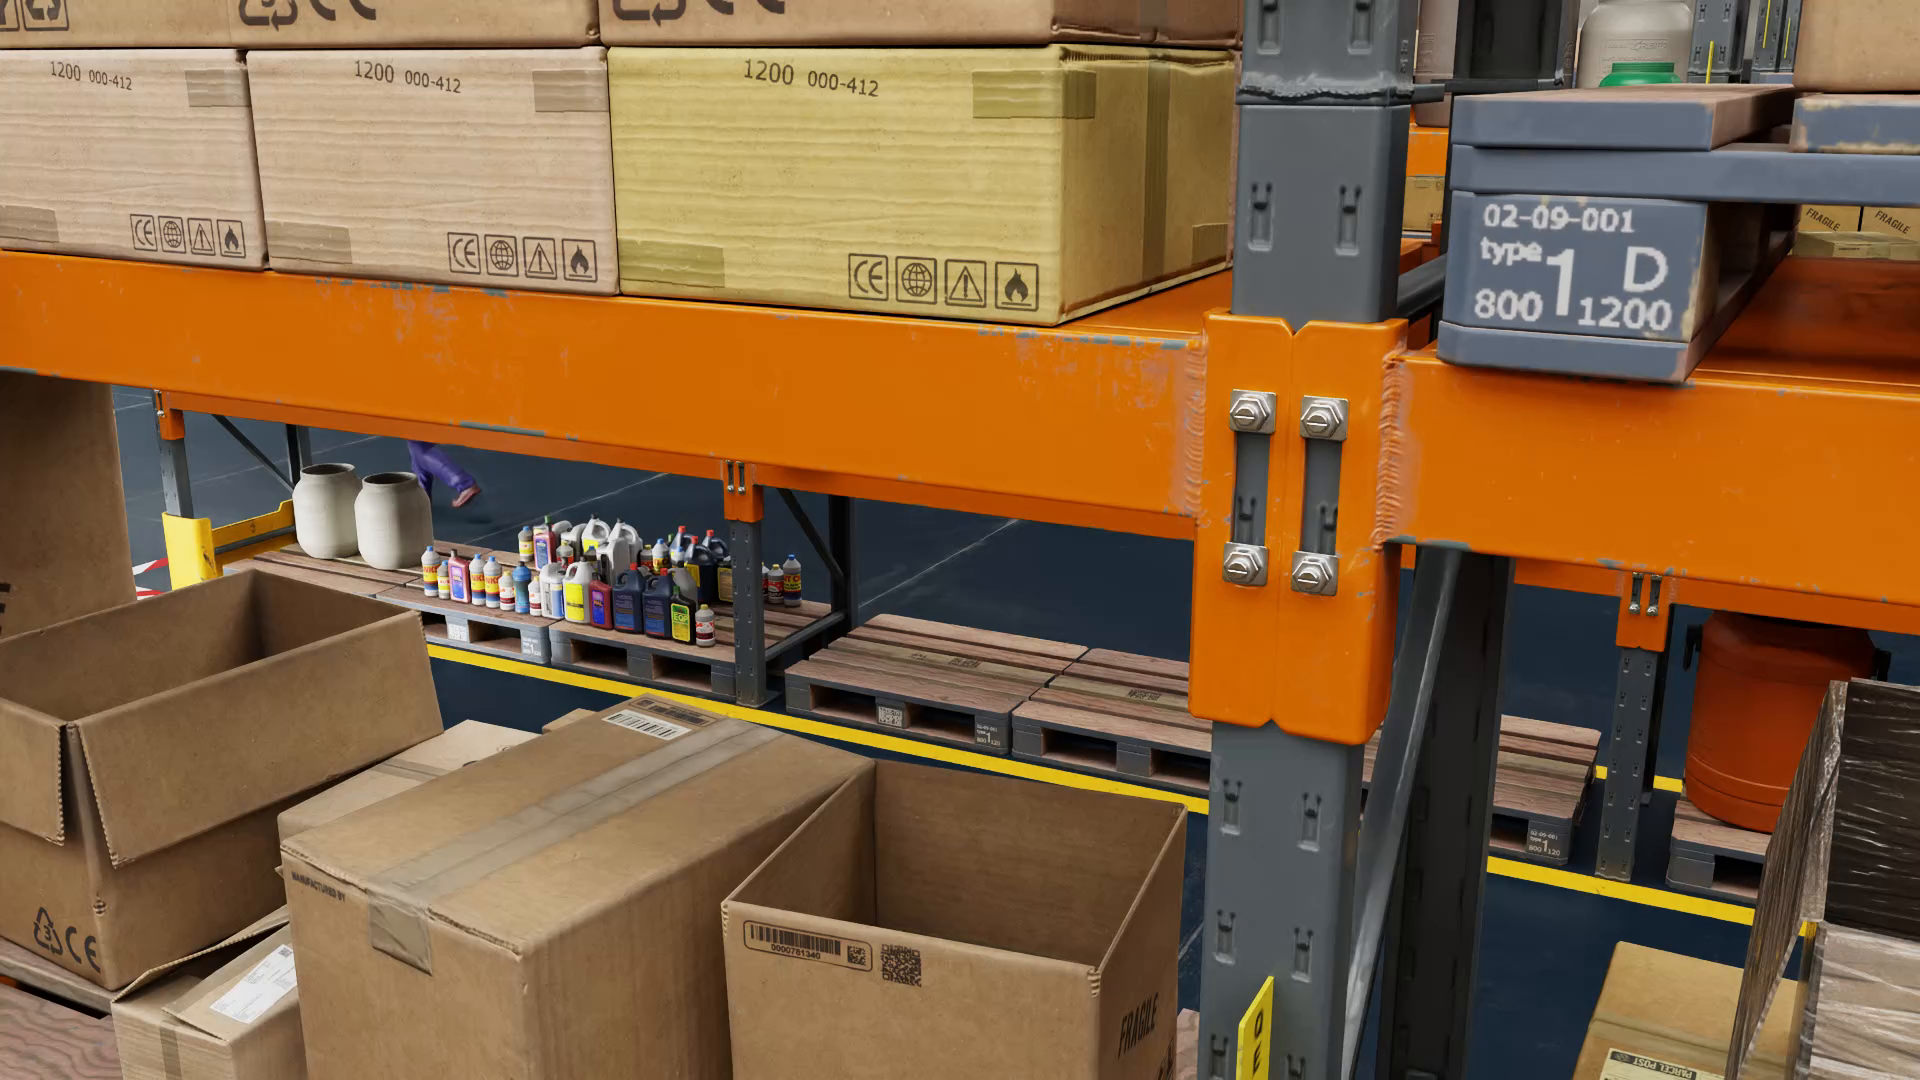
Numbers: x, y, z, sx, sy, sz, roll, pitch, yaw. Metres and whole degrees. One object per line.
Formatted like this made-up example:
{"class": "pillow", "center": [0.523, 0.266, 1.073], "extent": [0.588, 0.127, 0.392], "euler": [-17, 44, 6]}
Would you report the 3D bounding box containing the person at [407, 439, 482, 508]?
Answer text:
{"class": "person", "center": [-3.699, -0.985, 11.521], "extent": [0.872, 1.600, 0.504], "euler": [6, 17, 21]}
